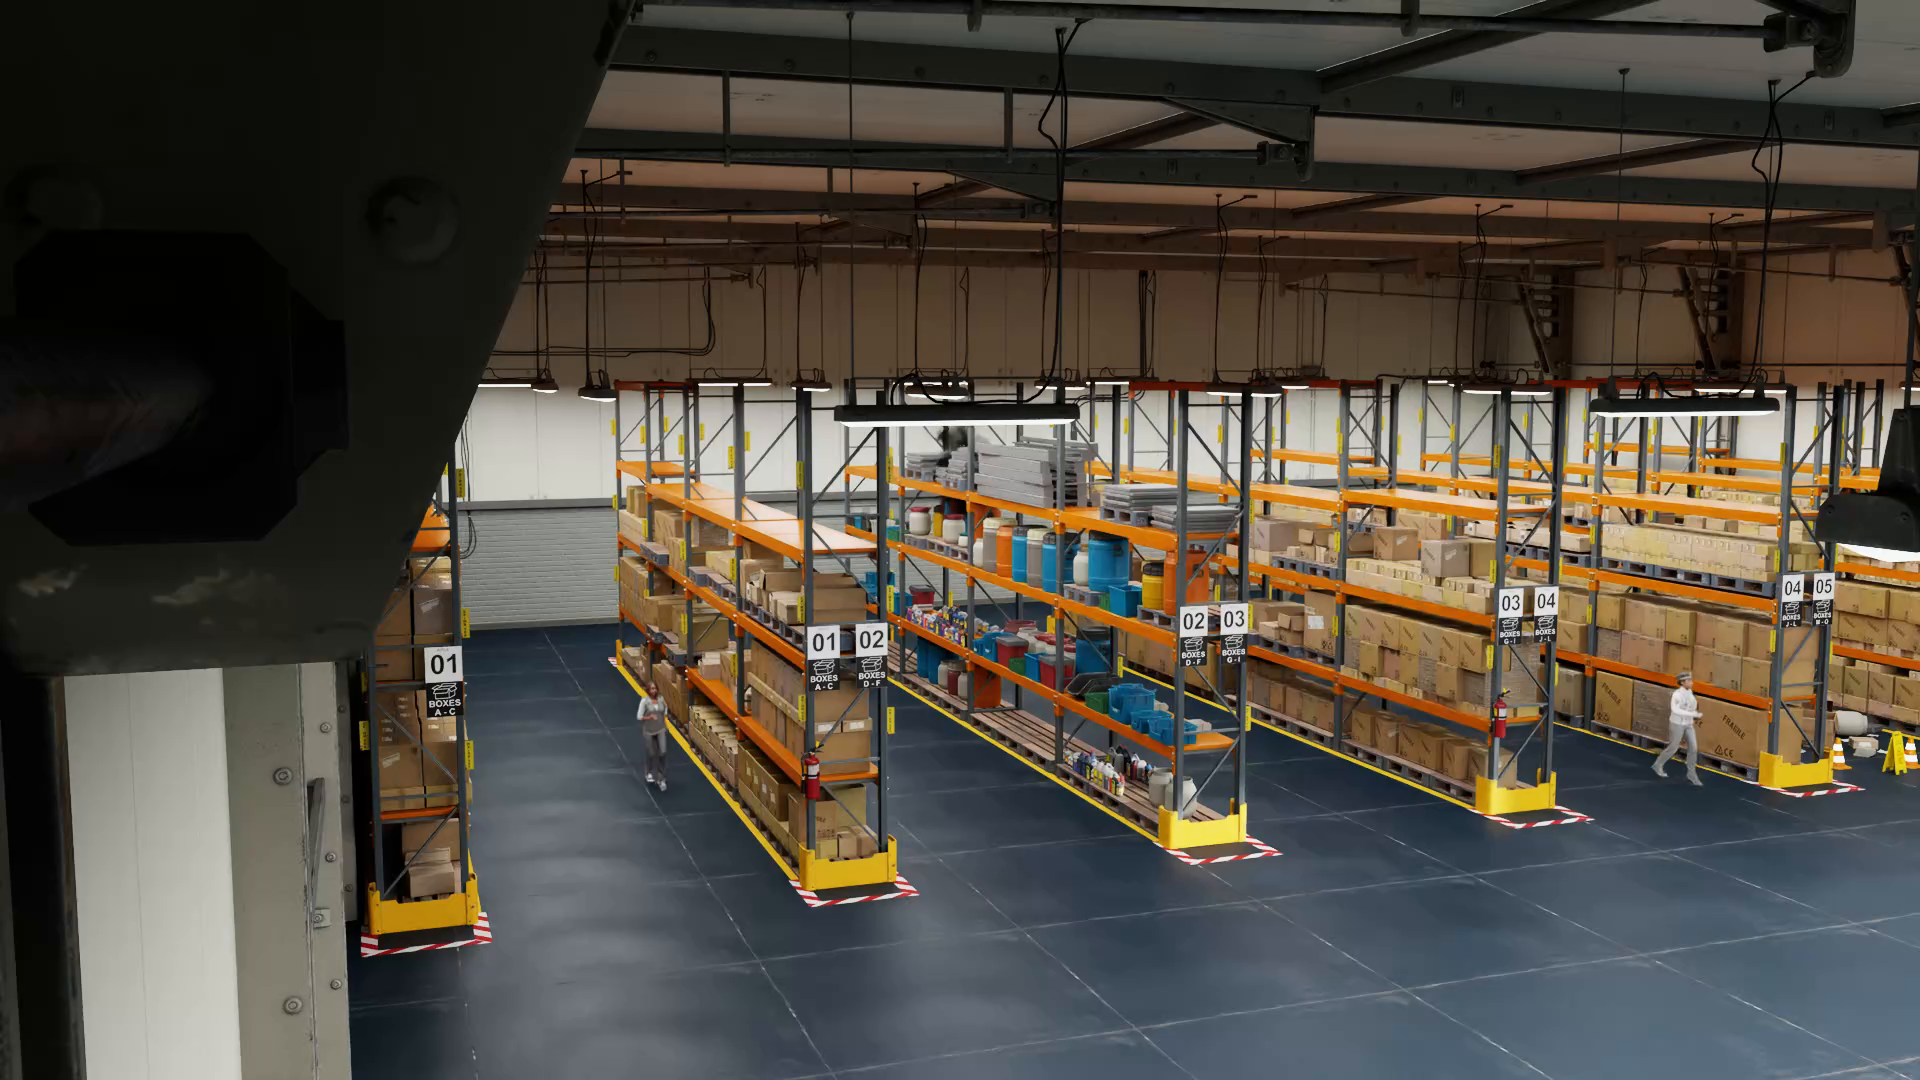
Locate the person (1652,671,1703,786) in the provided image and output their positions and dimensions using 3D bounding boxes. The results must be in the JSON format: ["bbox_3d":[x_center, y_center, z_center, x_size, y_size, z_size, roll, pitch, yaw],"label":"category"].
[{"bbox_3d":[10.910,2.836,25.220,0.609,1.760,0.752,-4,7,-36],"label":"person"}]

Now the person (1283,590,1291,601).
[{"bbox_3d":[8.096,1.204,41.166,0.606,1.694,0.690,4,7,32],"label":"person"}]

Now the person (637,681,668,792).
[{"bbox_3d":[-4.571,2.909,24.826,0.522,1.639,0.700,-3,7,-24],"label":"person"}]
